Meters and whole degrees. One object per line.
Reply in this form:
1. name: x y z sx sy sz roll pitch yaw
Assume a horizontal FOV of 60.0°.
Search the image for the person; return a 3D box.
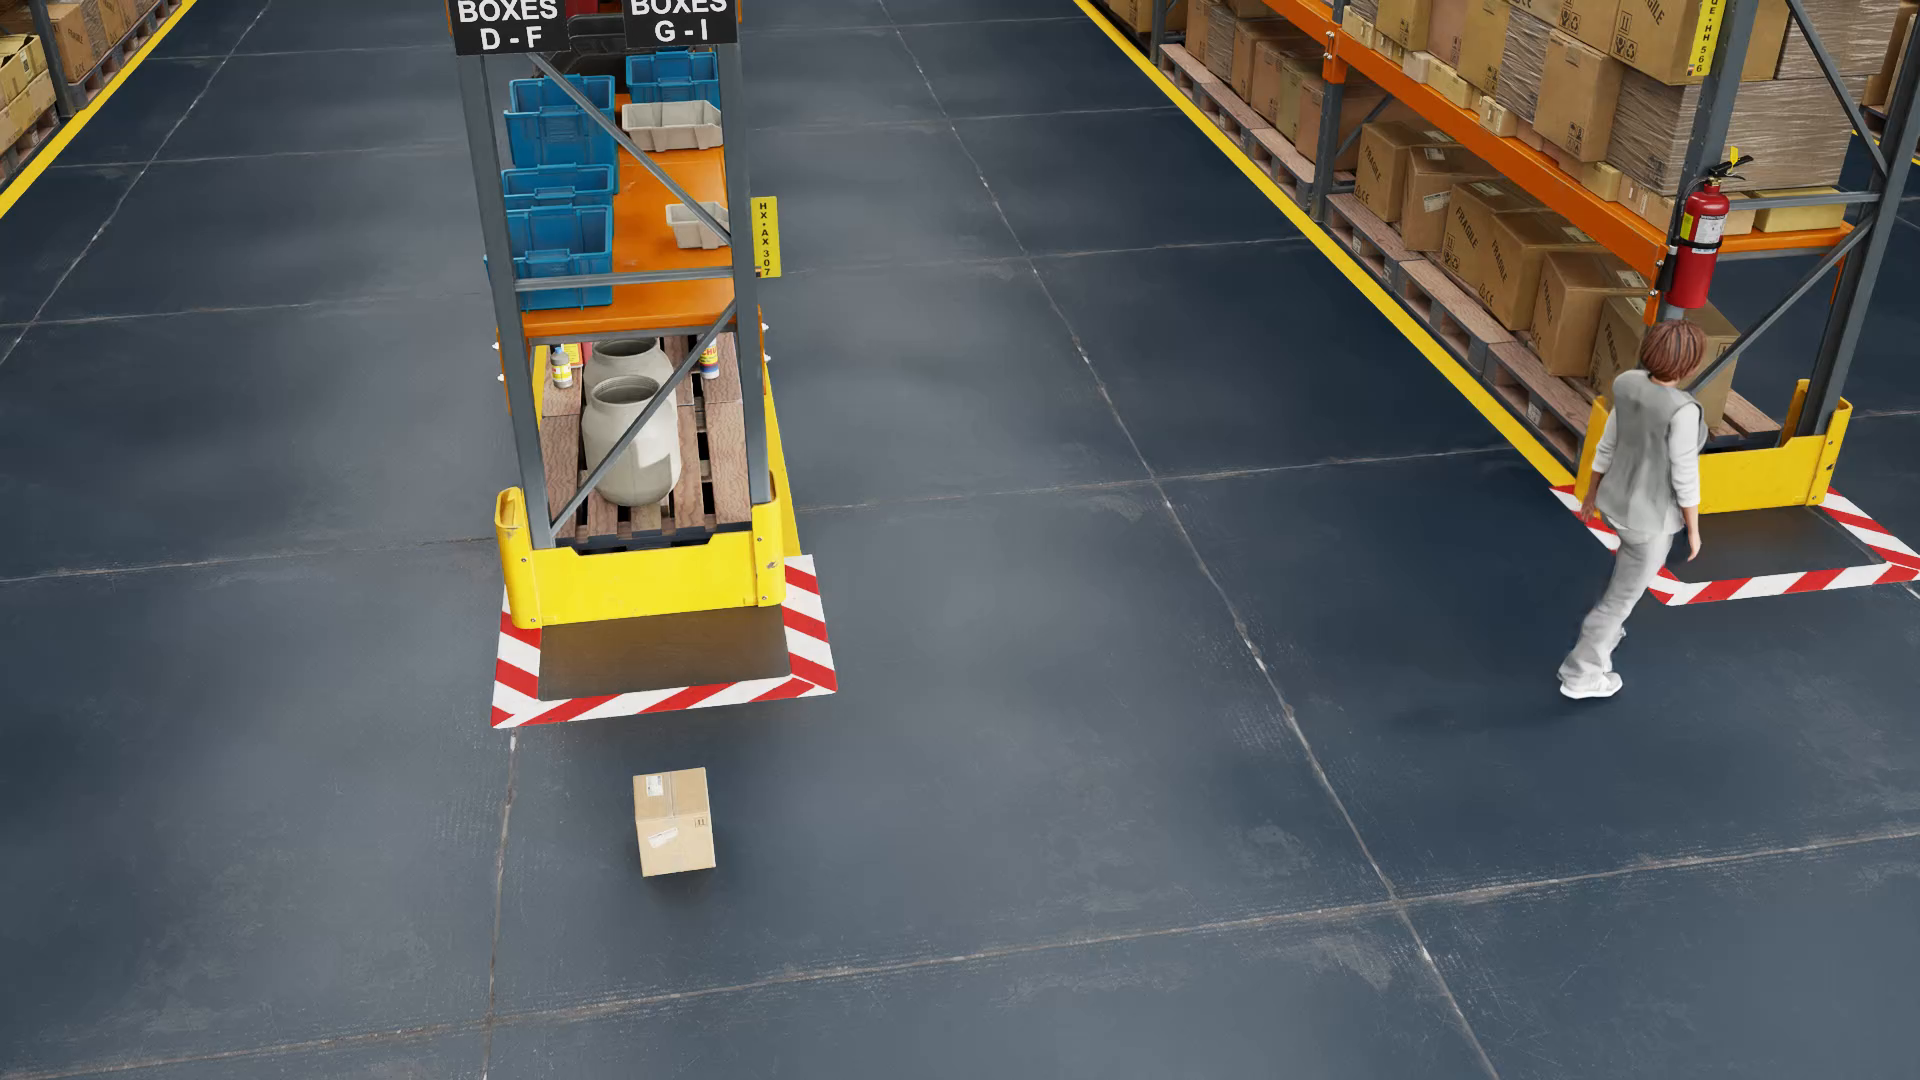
1. person: 2.575 -0.087 6.257 0.466 1.617 0.456 -8 32 -13
